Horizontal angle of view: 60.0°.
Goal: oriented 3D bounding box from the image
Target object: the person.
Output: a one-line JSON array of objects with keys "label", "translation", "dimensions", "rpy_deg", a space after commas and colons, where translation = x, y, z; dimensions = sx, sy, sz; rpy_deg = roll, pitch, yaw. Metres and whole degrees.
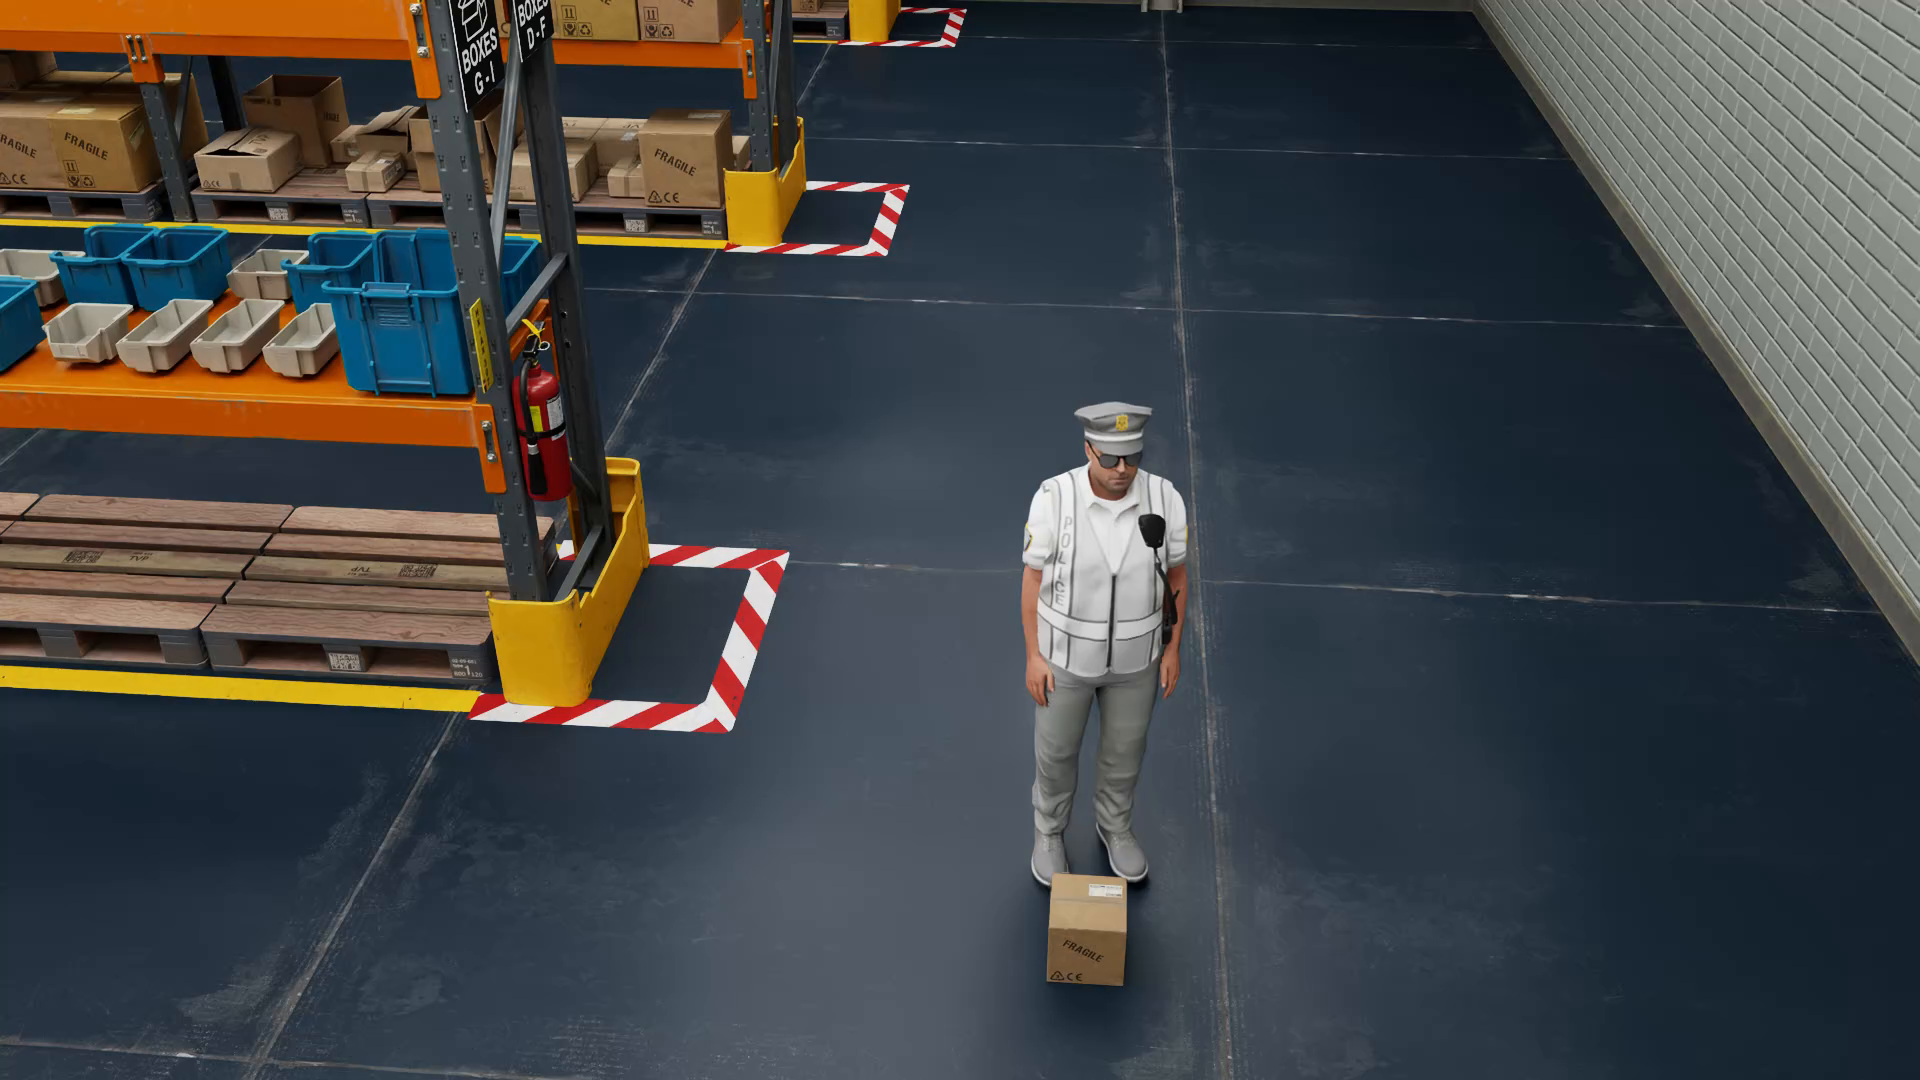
[{"label": "person", "translation": [0.477, 0.362, 5.499], "dimensions": [0.549, 1.779, 0.401], "rpy_deg": [-3, 32, -5]}]
